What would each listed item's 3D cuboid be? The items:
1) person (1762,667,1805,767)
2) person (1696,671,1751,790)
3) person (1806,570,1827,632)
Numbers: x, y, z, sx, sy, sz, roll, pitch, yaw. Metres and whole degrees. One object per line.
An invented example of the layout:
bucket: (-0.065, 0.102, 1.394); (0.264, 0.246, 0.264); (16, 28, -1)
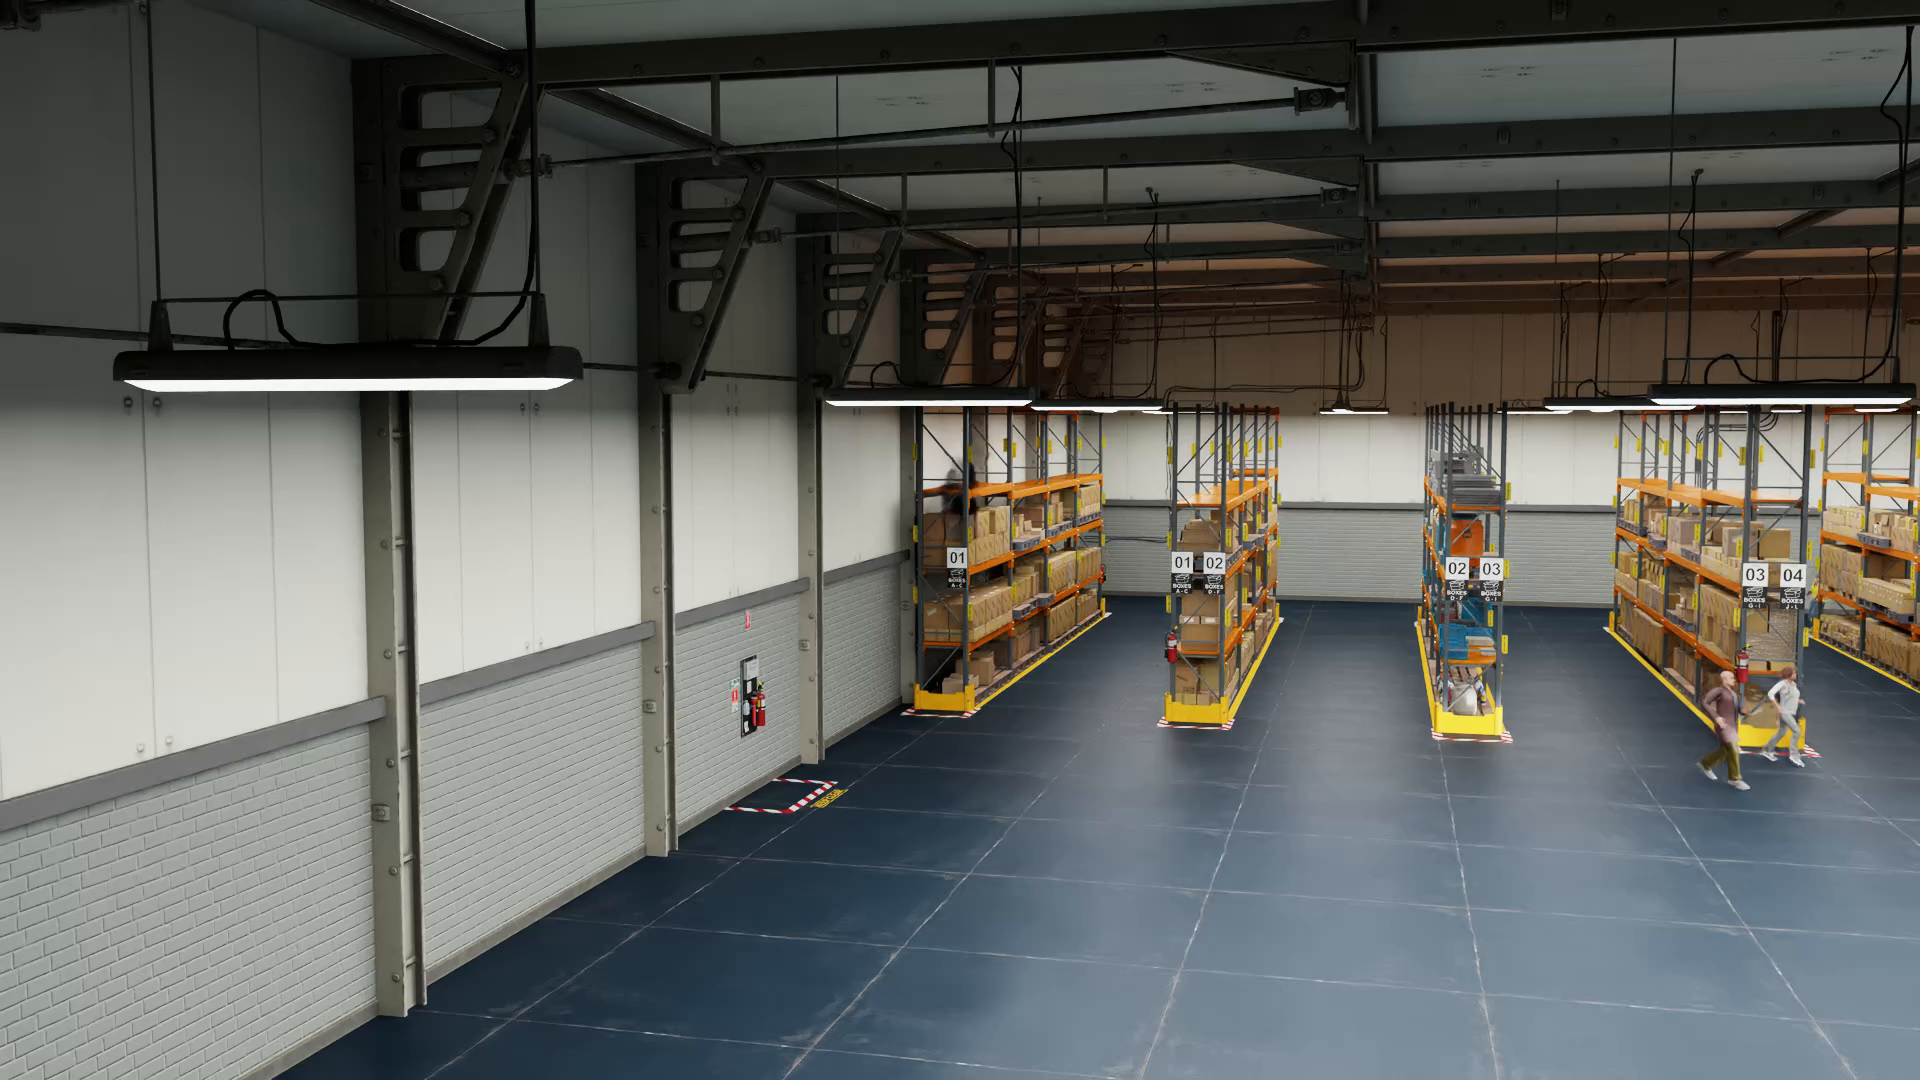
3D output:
person: (13.632, 2.891, 27.435); (0.697, 1.590, 0.529); (4, 6, 43)
person: (11.870, 2.920, 25.827); (0.705, 1.794, 0.921); (-3, 5, -39)
person: (22.876, 1.614, 44.214); (0.612, 1.712, 0.738); (0, 4, 3)
